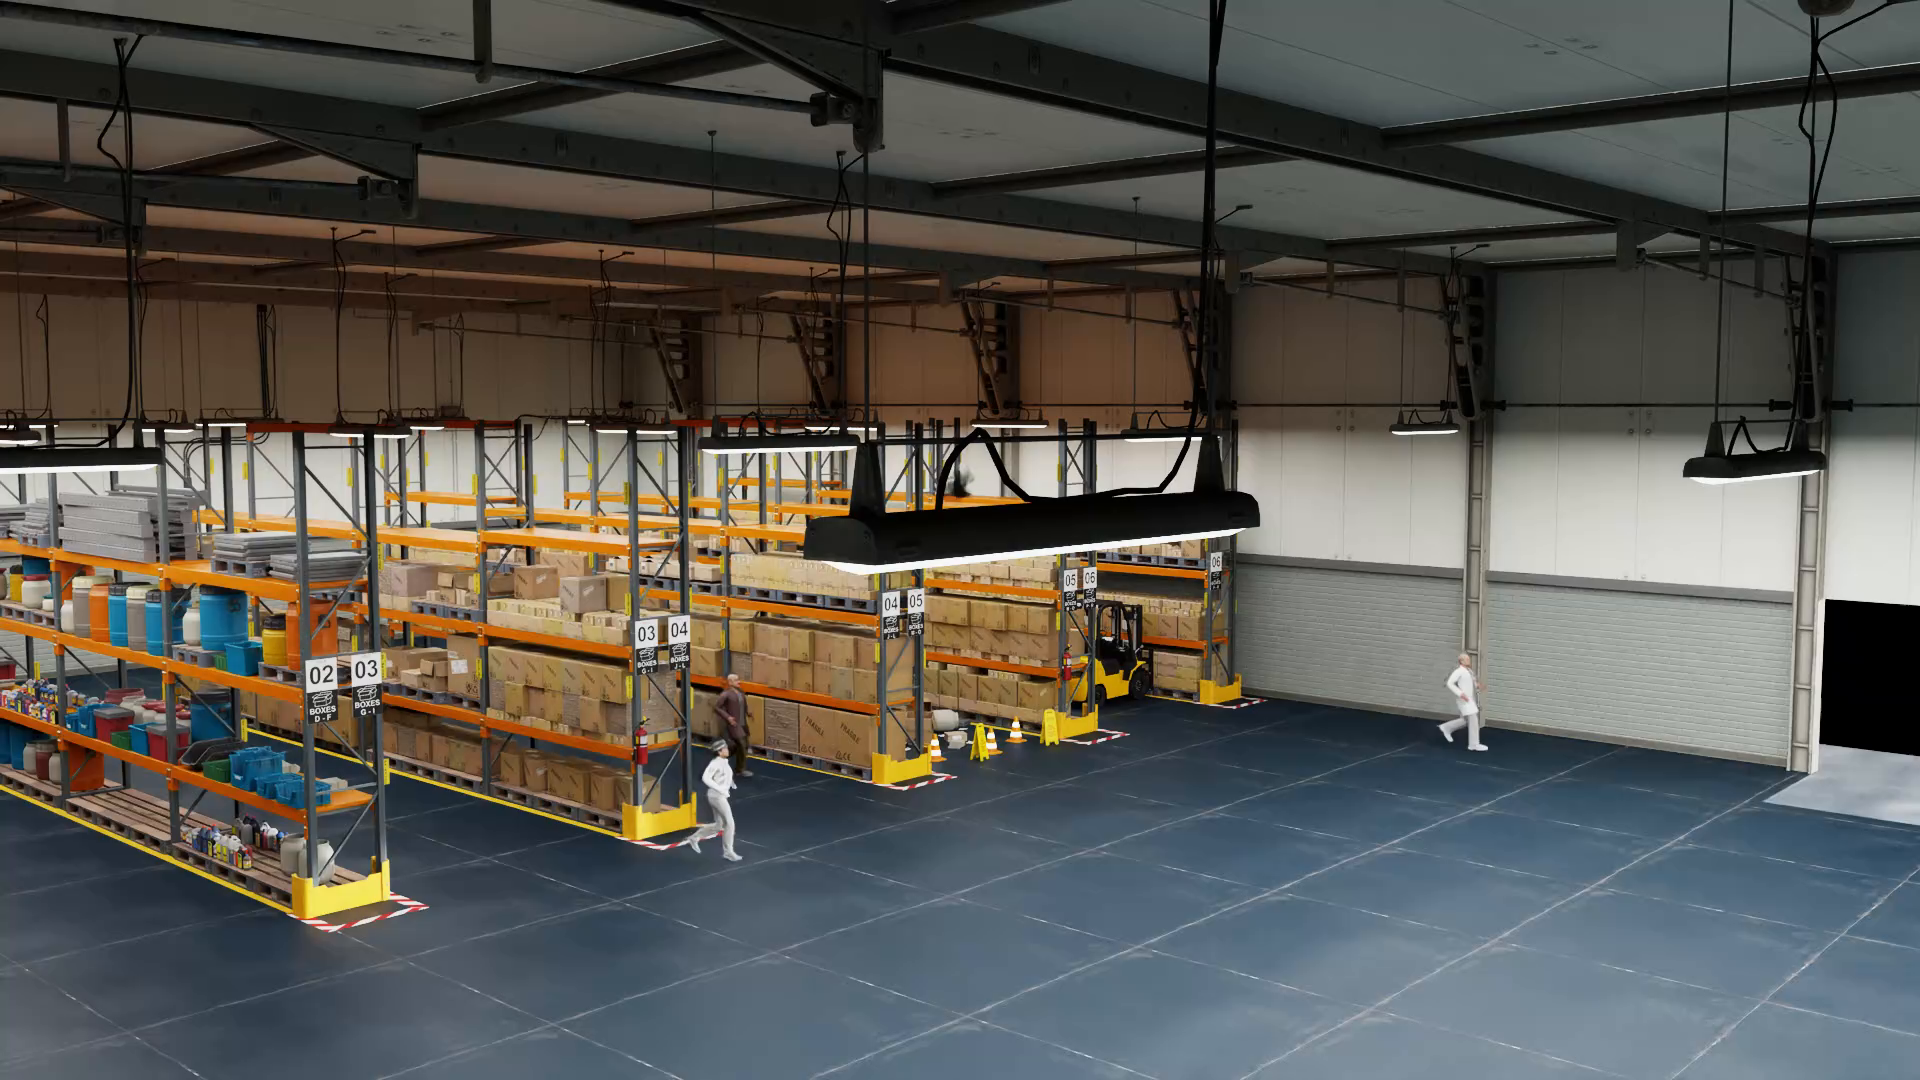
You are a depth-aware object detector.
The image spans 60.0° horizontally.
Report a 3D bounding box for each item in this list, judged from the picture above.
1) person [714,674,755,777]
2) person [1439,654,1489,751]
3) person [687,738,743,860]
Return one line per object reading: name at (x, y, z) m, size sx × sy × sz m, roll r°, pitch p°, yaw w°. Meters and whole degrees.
person at (-3.856, 3.148, 28.341) m, size 0.826 × 1.735 × 0.715 m, roll 3°, pitch 5°, yaw 31°
person at (9.248, 2.959, 30.517) m, size 0.963 × 1.751 × 0.720 m, roll 3°, pitch 6°, yaw 36°
person at (-3.413, 3.618, 23.277) m, size 0.805 × 1.686 × 0.659 m, roll 0°, pitch 5°, yaw 6°
